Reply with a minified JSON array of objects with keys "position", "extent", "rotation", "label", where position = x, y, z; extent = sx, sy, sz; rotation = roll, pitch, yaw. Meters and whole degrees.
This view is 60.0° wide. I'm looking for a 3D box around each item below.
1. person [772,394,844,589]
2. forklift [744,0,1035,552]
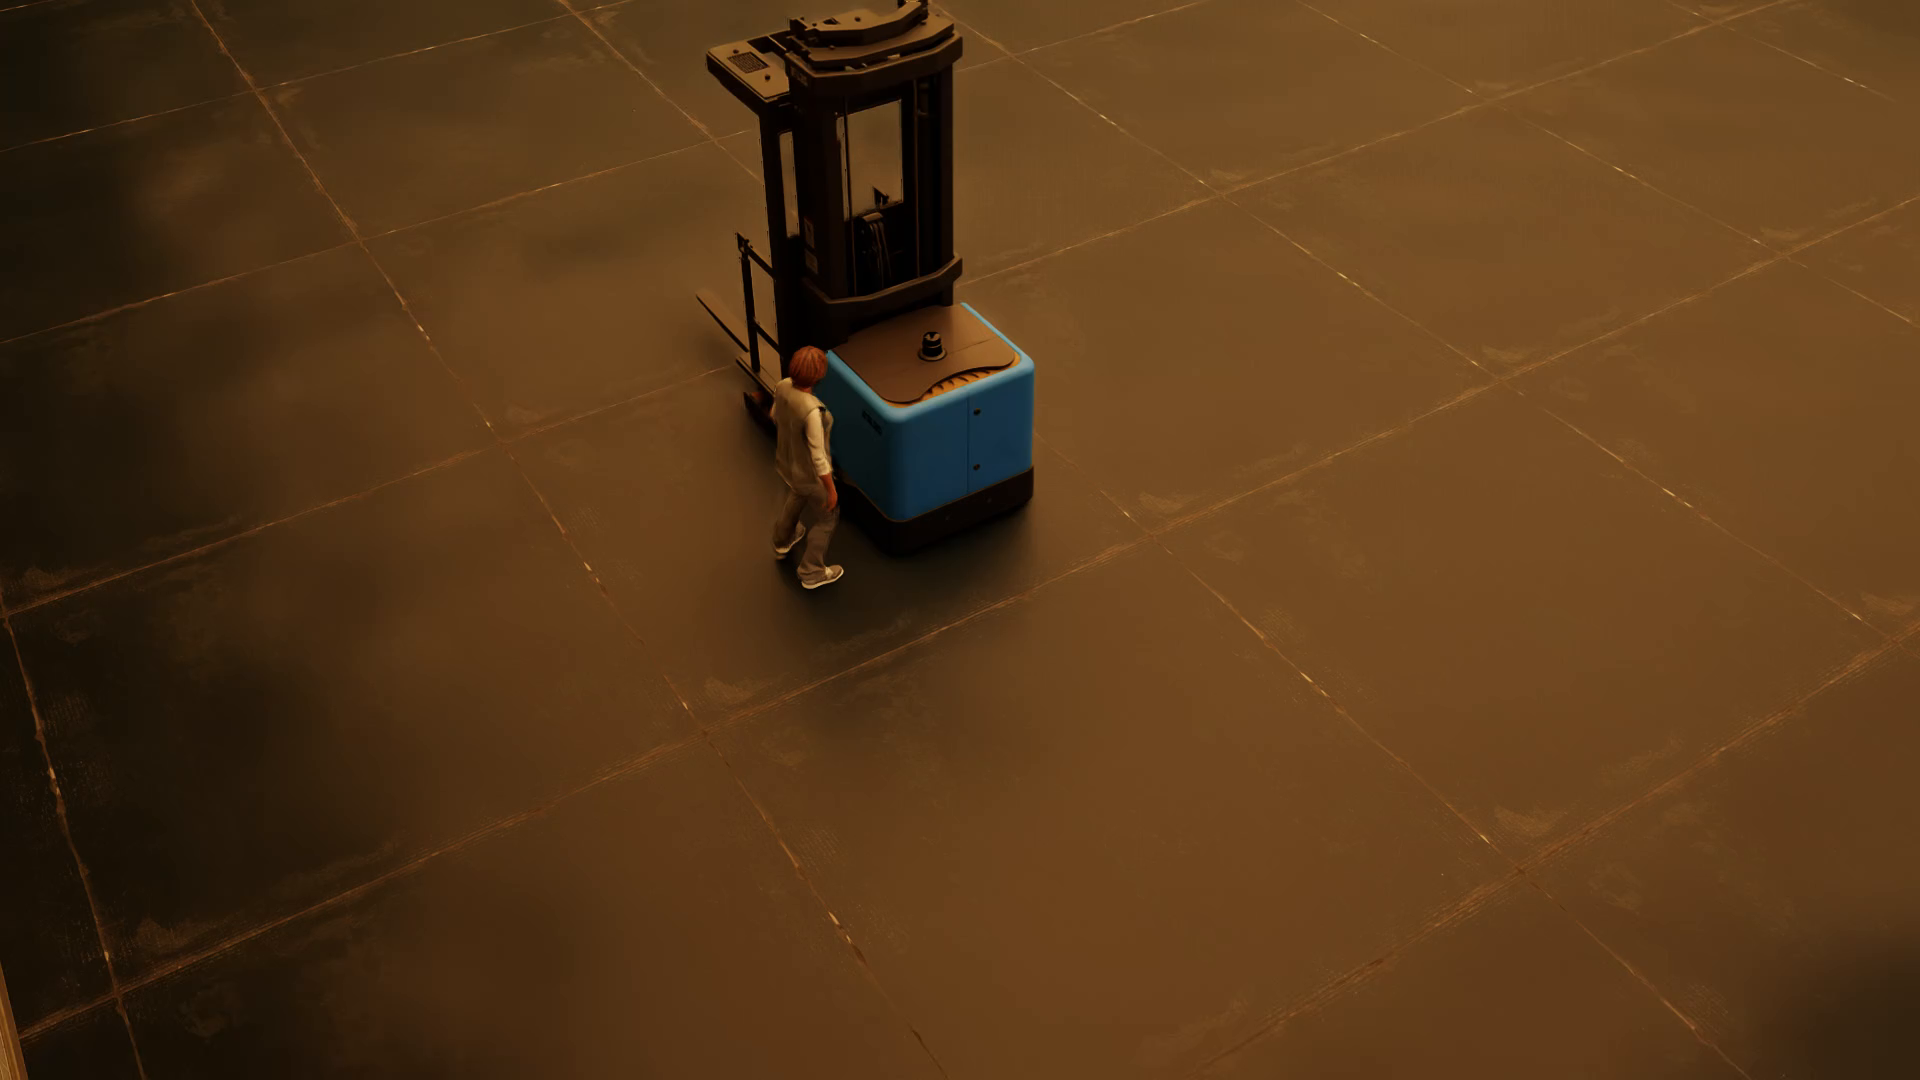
[{"position":[-0.886,-0.331,9.466],"extent":[0.283,1.335,0.633],"rotation":[-24,47,-25],"label":"person"},{"position":[-0.768,-1.971,10.127],"extent":[1.130,2.935,3.031],"rotation":[-23,46,-24],"label":"forklift"}]
